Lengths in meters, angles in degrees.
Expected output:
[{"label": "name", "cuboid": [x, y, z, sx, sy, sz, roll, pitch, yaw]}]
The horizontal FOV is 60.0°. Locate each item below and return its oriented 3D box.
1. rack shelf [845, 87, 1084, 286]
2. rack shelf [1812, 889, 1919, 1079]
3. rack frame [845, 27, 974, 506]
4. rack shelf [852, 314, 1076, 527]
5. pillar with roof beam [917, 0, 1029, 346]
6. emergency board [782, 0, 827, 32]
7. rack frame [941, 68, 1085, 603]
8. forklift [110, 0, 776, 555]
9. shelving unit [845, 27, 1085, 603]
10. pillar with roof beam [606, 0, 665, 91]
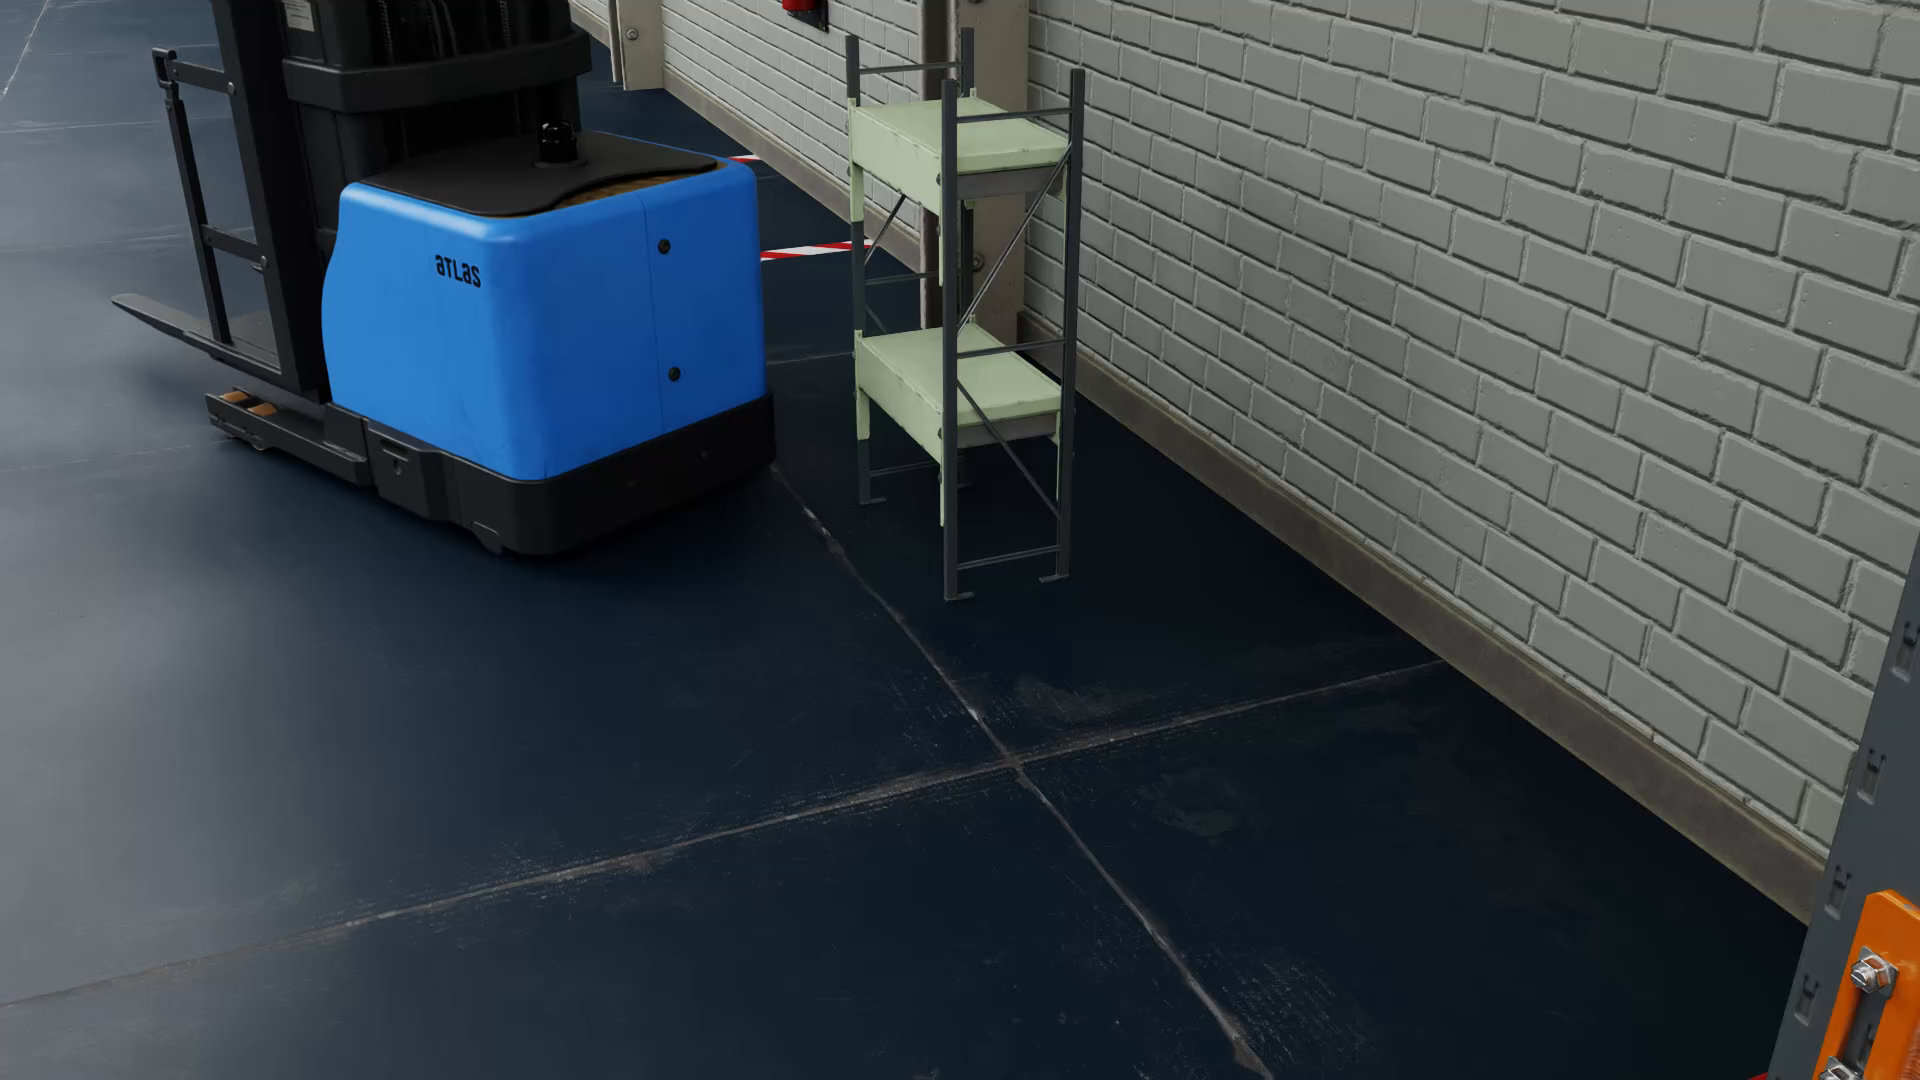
[{"label": "rack shelf", "cuboid": [-0.003, -1.027, 4.755, 0.431, 0.370, 0.720, -11, 28, -21]}, {"label": "rack shelf", "cuboid": [2.112, 1.210, 0.173, 1.077, 0.370, 4.000, -11, 28, -21]}, {"label": "rack frame", "cuboid": [-0.146, -0.824, 5.229, 0.400, 1.500, 0.023, -11, 28, -21]}, {"label": "rack shelf", "cuboid": [-0.003, -0.384, 5.069, 0.431, 0.370, 0.720, -11, 28, -21]}, {"label": "pillar with roof beam", "cuboid": [-3.912, -4.165, 3.524, 9.100, 9.000, 0.400, -11, 28, -21]}, {"label": "emergency board", "cuboid": [-0.884, -3.213, 8.412, 0.194, 1.169, 0.643, -11, 28, -21]}, {"label": "rack frame", "cuboid": [0.141, -0.529, 4.624, 0.400, 1.500, 0.023, -11, 28, -21]}, {"label": "forklift", "cuboid": [-2.081, -1.789, 5.573, 3.031, 2.935, 1.130, 20, 32, 35]}, {"label": "shelving unit", "cuboid": [-0.003, -0.677, 4.926, 0.431, 1.500, 0.755, -11, 28, -21]}, {"label": "pillar with roof beam", "cuboid": [-6.262, -6.587, 8.485, 9.100, 9.000, 0.400, -11, 28, -21]}]
